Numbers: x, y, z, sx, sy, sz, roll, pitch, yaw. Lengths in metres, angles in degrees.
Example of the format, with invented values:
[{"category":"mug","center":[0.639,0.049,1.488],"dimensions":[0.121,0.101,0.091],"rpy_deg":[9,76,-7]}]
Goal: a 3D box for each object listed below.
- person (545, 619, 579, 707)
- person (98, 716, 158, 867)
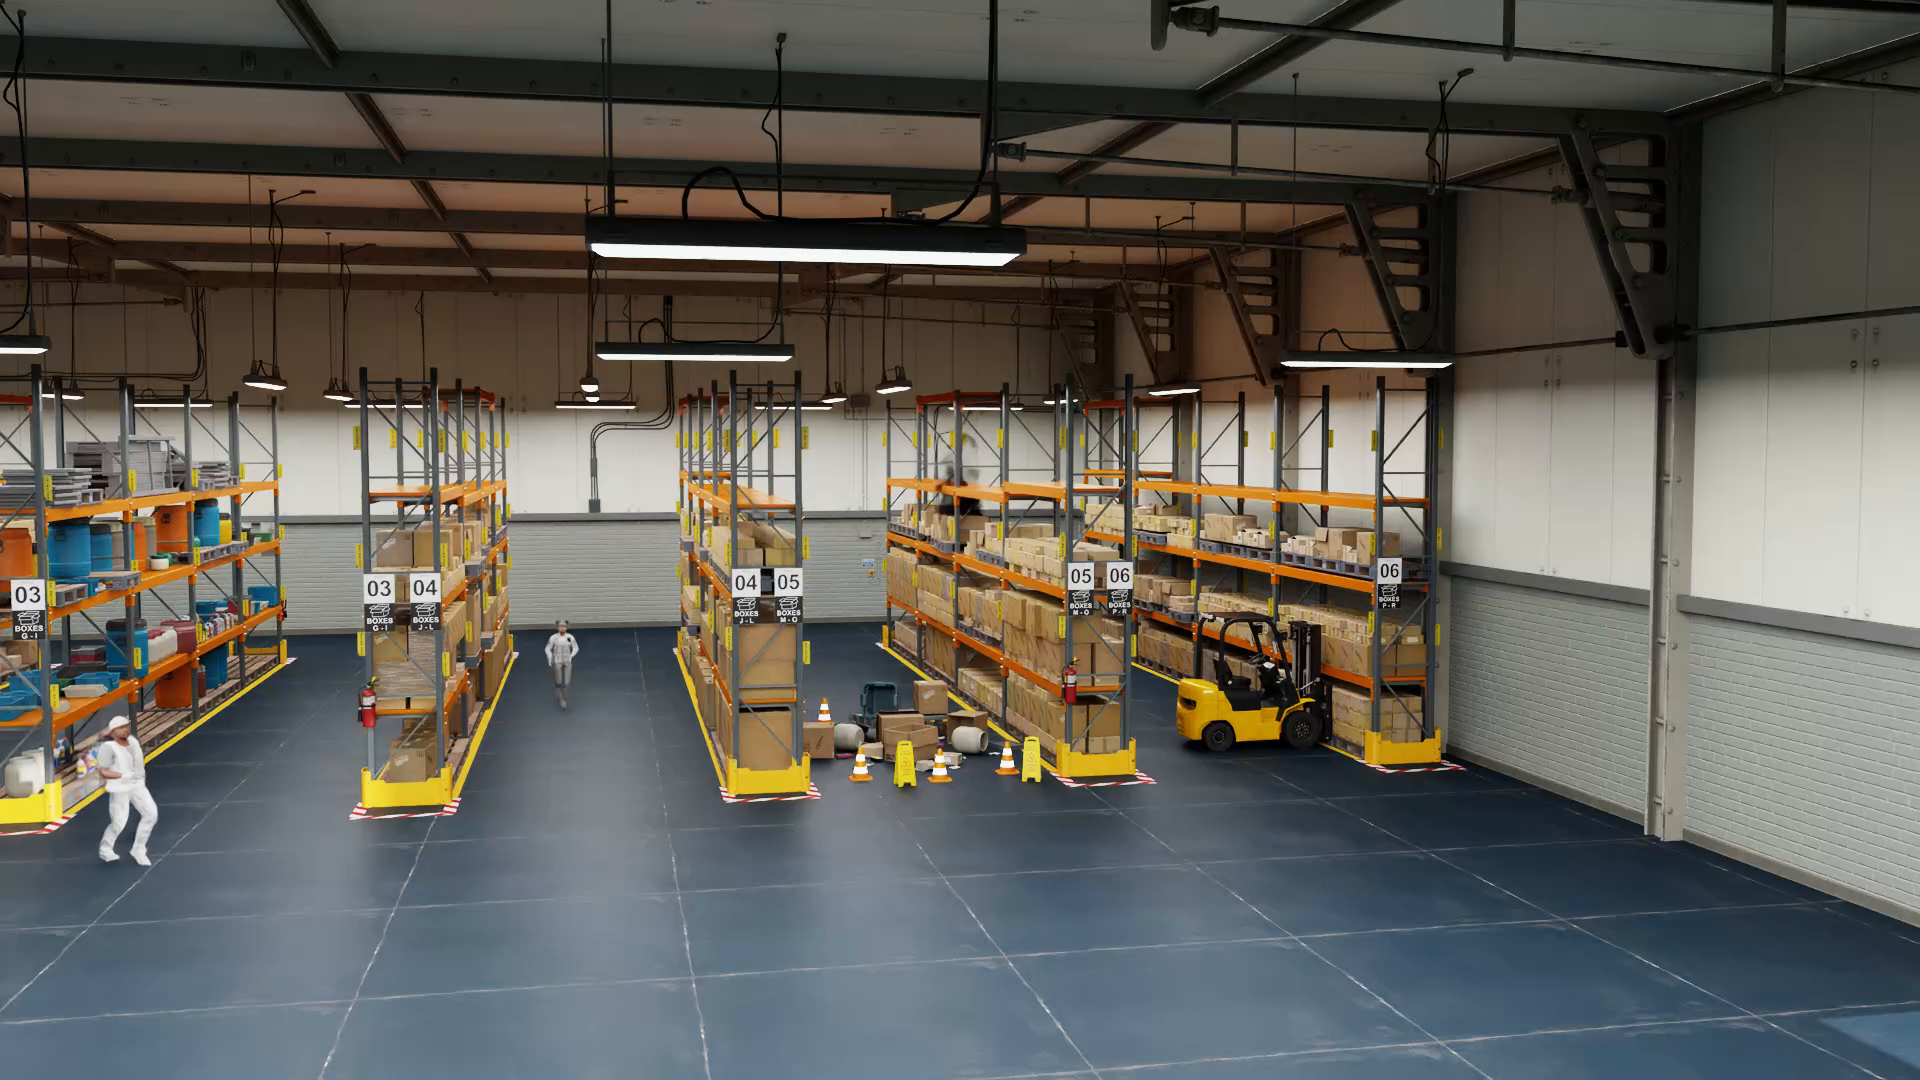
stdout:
[{"category":"person","center":[-7.516,2.315,31.441],"dimensions":[0.616,1.660,0.554],"rpy_deg":[-1,4,-18]},{"category":"person","center":[-9.827,2.967,19.606],"dimensions":[0.743,1.806,0.683],"rpy_deg":[2,4,24]}]
